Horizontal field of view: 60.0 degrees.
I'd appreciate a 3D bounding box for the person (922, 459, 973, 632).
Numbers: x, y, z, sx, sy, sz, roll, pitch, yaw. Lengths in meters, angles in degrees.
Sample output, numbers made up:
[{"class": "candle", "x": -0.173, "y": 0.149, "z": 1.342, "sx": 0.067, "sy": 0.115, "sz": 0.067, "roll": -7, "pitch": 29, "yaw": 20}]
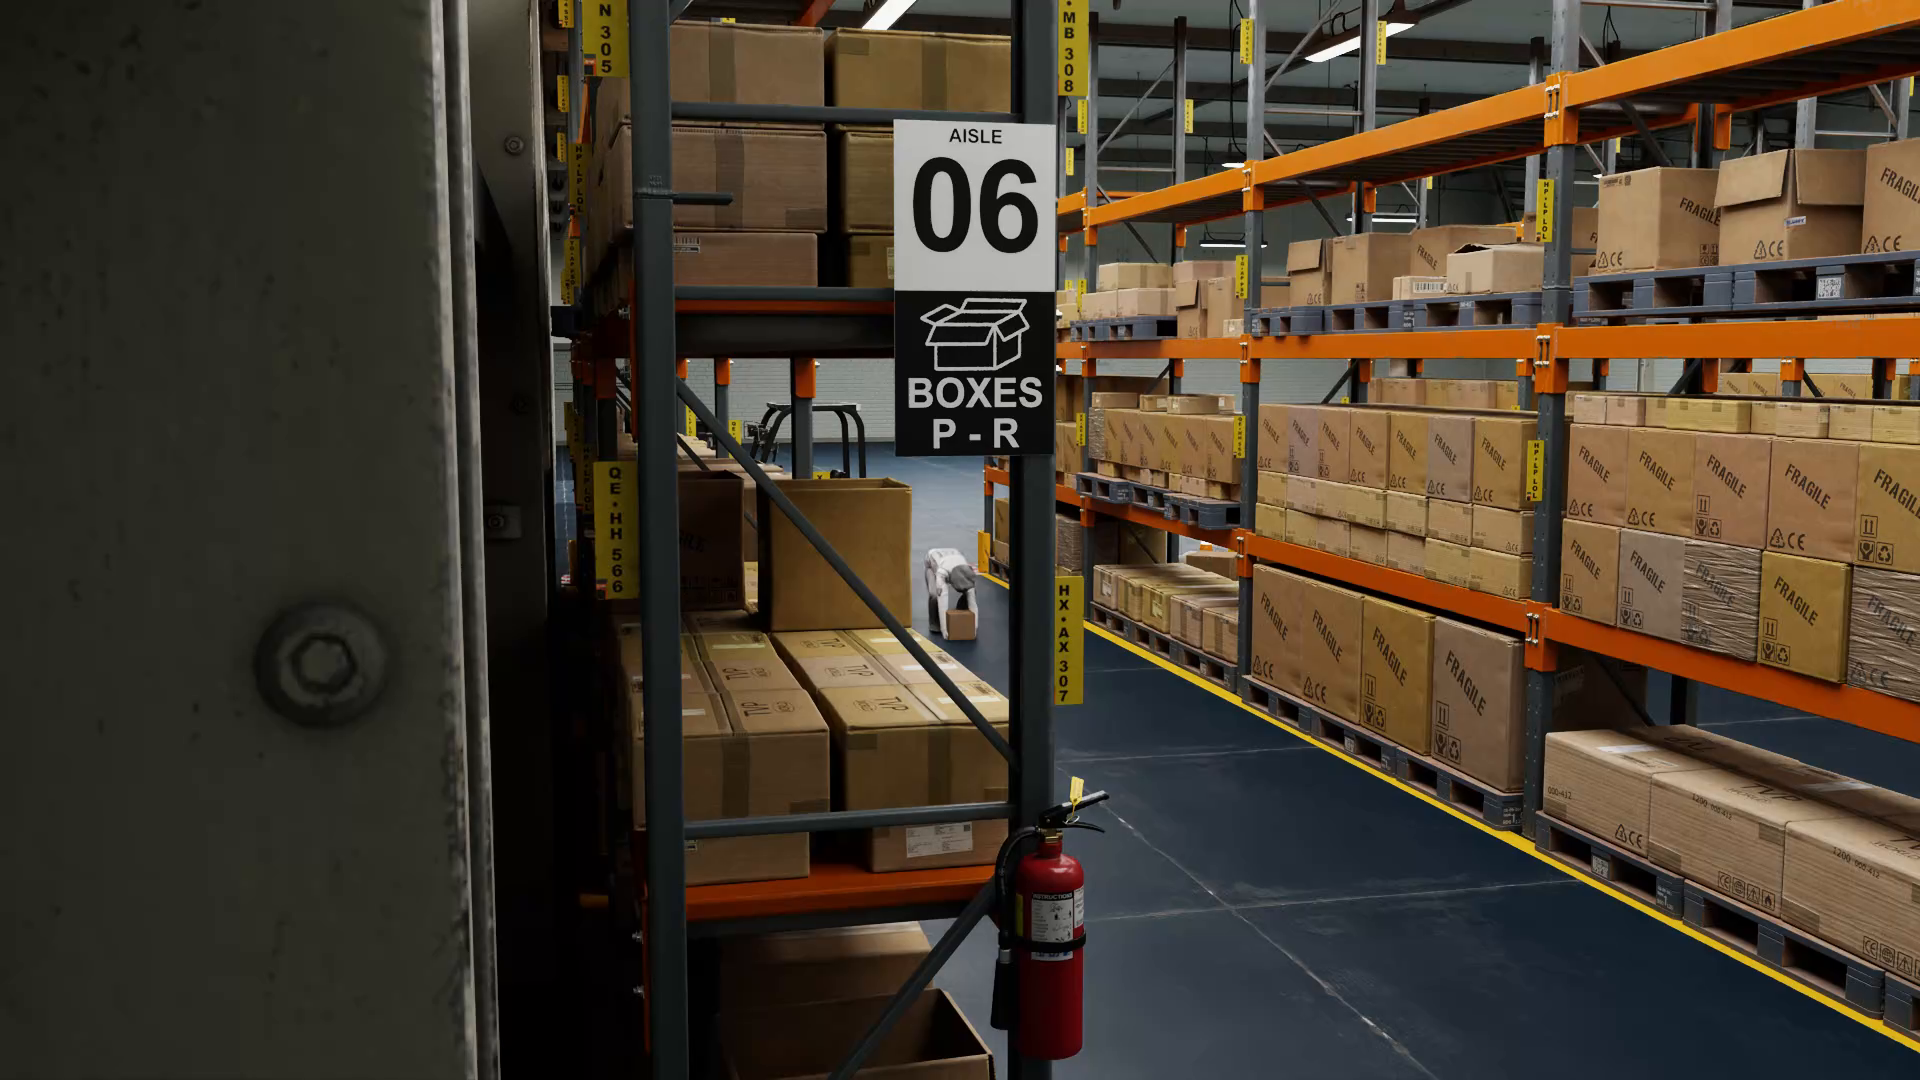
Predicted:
[{"class": "person", "x": -0.115, "y": 0.046, "z": 16.176, "sx": 0.504, "sy": 1.678, "sz": 0.372, "roll": -2, "pitch": 6, "yaw": -15}]
